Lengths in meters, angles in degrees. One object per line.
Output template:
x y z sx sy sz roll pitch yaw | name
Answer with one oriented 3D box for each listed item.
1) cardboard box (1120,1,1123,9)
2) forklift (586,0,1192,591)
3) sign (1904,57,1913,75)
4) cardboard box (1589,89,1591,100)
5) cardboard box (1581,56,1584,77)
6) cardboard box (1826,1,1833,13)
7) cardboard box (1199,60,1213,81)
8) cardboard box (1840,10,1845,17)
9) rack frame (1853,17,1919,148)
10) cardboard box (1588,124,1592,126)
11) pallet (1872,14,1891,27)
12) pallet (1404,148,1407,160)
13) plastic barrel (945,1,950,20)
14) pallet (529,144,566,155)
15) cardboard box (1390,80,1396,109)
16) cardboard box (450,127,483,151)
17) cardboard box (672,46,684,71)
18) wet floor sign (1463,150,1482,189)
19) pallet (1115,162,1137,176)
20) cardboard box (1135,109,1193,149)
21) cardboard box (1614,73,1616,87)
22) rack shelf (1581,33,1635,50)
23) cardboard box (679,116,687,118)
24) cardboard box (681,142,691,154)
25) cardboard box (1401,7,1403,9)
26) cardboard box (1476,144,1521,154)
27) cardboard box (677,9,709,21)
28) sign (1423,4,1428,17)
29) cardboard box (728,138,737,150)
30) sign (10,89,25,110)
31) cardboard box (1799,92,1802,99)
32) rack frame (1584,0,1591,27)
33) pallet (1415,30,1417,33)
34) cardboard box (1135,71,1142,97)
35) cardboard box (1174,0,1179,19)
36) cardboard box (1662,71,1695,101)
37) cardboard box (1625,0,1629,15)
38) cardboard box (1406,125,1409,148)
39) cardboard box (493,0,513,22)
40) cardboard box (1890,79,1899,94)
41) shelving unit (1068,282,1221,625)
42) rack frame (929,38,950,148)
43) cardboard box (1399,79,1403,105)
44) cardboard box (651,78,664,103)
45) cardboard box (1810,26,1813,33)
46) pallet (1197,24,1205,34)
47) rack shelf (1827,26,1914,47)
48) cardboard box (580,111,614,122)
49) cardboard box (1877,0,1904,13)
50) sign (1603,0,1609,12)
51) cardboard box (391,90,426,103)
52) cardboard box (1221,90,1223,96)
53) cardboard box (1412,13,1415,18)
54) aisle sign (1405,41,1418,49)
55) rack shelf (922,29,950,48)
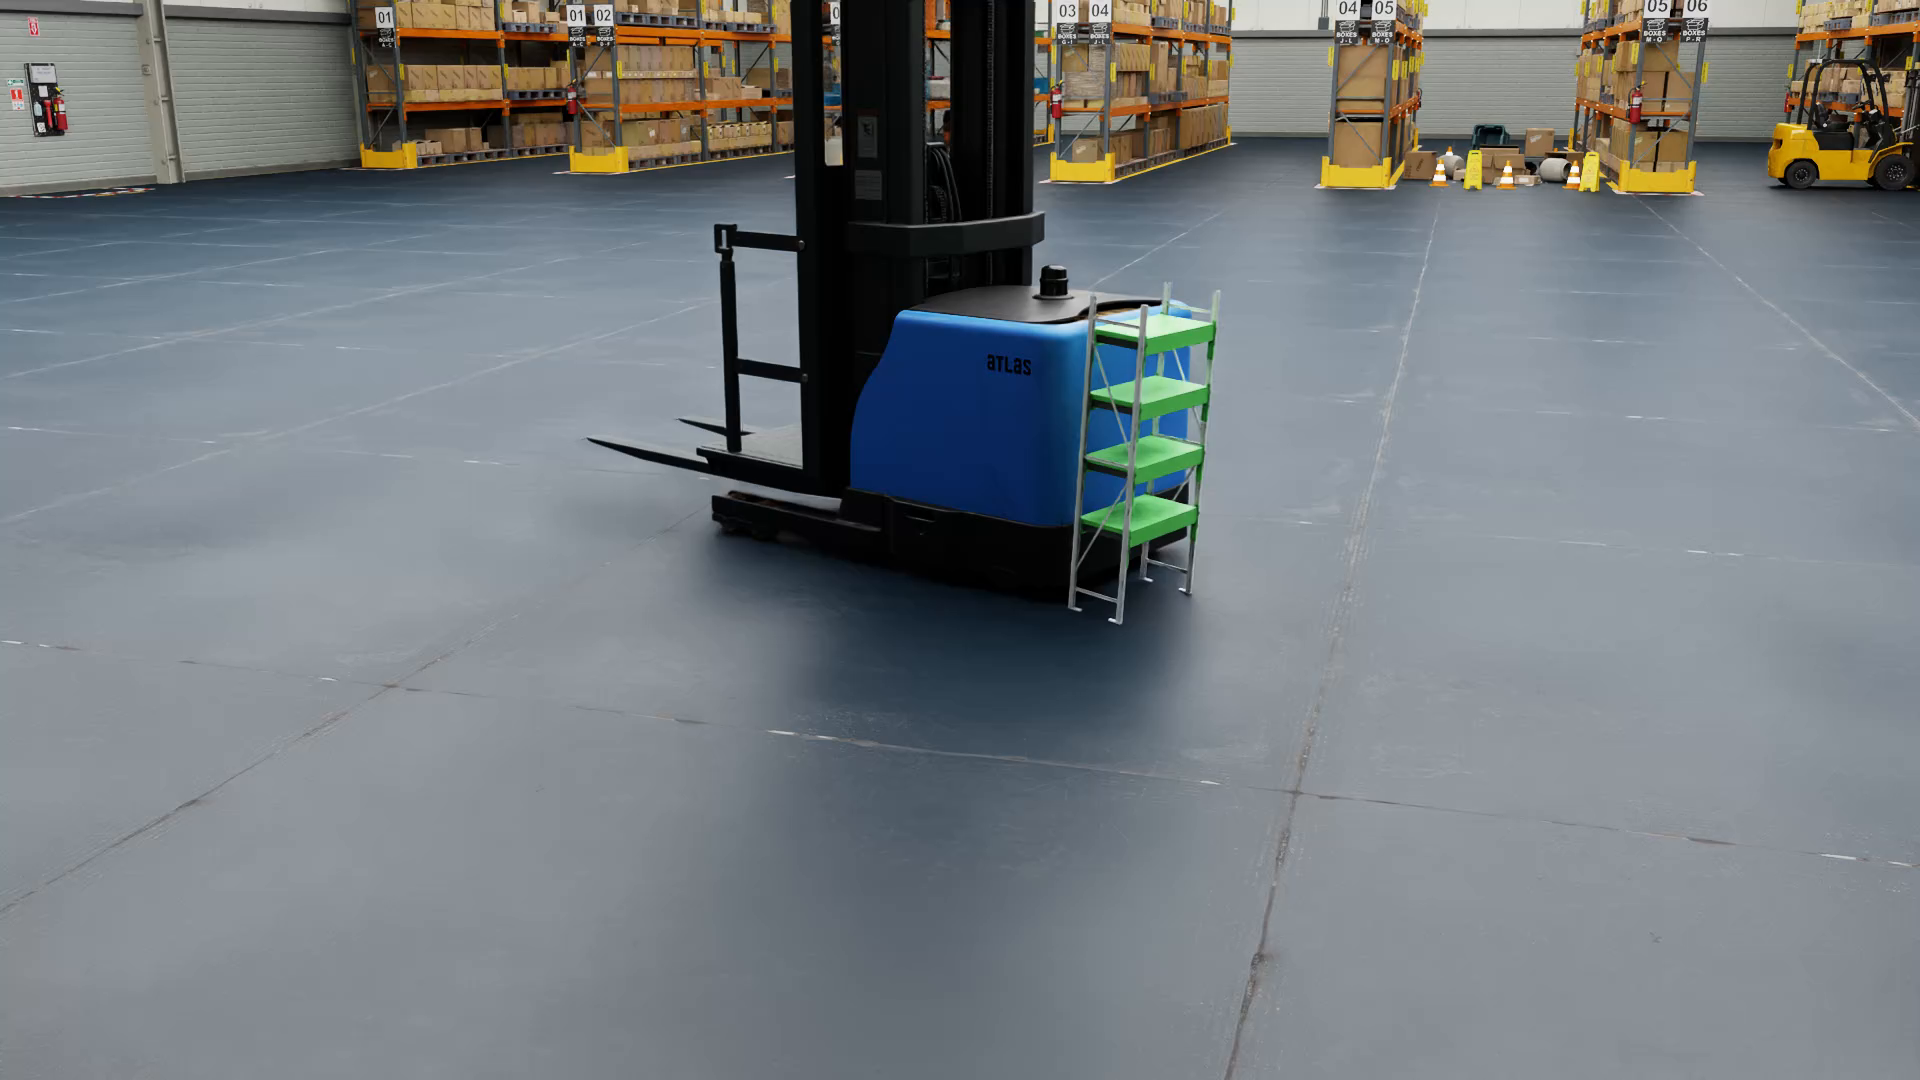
2.813 -9.918 30.847 0.380 0.149 0.250 5 17 18 | cardboard box
-0.487 -1.518 7.311 3.031 2.935 1.130 12 20 37 | forklift
17.122 -8.552 30.007 0.100 0.325 0.005 5 16 16 | sign
14.474 -10.035 37.488 0.500 0.250 0.500 4 16 15 | cardboard box
15.607 -11.672 40.966 0.500 0.500 0.500 4 16 15 | cardboard box
19.832 -11.992 37.427 0.500 0.250 0.500 5 16 16 | cardboard box
6.039 -11.776 41.706 0.500 0.500 0.500 5 16 16 | cardboard box
19.084 -11.278 35.606 0.380 0.149 0.250 5 17 17 | cardboard box
18.782 -9.040 33.704 1.000 3.000 0.127 5 16 16 | rack frame
15.952 -10.066 41.247 0.875 0.438 0.875 5 17 17 | cardboard box
18.675 -10.208 32.670 1.213 0.211 1.003 5 17 18 | pallet
9.819 -8.962 38.540 1.003 0.211 1.213 5 16 16 | pallet
-0.064 -12.577 39.119 0.600 0.830 0.708 5 16 16 | plastic barrel
-10.299 -9.481 40.368 1.003 0.211 1.213 5 16 16 | pallet
7.451 -8.144 30.268 0.875 0.550 0.550 5 16 16 | cardboard box
-11.120 -9.033 37.453 0.500 0.500 0.500 3 16 12 | cardboard box
-6.375 -10.339 35.721 0.700 0.500 0.500 5 16 16 | cardboard box
8.864 -6.395 28.692 0.267 0.644 0.232 2 16 6 | wet floor sign
2.882 -7.306 32.700 1.003 0.211 1.213 5 16 16 | pallet
4.737 -9.551 38.631 1.225 0.875 0.875 4 16 13 | cardboard box
12.797 -8.909 31.745 0.500 0.500 0.500 4 16 15 | cardboard box
15.727 -12.091 40.281 1.077 0.370 4.000 5 16 16 | rack shelf
-8.133 -11.710 46.927 0.700 0.500 0.500 4 16 15 | cardboard box
-6.187 -8.526 36.161 0.500 0.250 0.500 5 16 16 | cardboard box
7.953 -9.854 30.583 0.380 0.149 0.250 4 16 15 | cardboard box
10.078 -7.096 31.178 0.797 0.637 0.503 5 16 16 | cardboard box
-5.929 -11.649 36.909 0.500 0.250 0.500 6 17 22 | cardboard box
12.047 -13.695 42.997 0.100 0.325 0.005 5 16 16 | sign
-5.470 -9.150 38.361 0.500 0.250 0.500 4 16 14 | cardboard box
-15.331 -7.169 27.043 0.001 0.329 0.234 5 16 16 | sign
20.285 -10.614 39.715 0.380 0.149 0.250 4 16 14 | cardboard box
16.296 -14.403 41.618 1.000 3.000 0.127 5 16 16 | rack frame
10.107 -12.027 39.083 1.213 0.211 1.003 5 16 16 | pallet
3.197 -9.224 33.625 0.875 0.500 0.500 5 16 16 | cardboard box
4.490 -11.645 36.292 0.500 0.500 0.500 5 16 16 | cardboard box
12.293 -7.760 28.464 0.500 0.500 0.500 5 17 18 | cardboard box
12.360 -9.662 30.129 0.500 0.250 0.500 4 16 15 | cardboard box
10.269 -9.480 39.066 0.500 0.500 0.500 4 16 15 | cardboard box
-10.631 -12.128 38.142 0.500 0.500 0.500 7 17 24 | cardboard box
17.679 -8.445 30.966 0.500 0.250 0.500 4 16 14 | cardboard box
0.693 -0.334 6.282 0.258 1.200 0.503 17 23 37 | shelving unit
-0.228 -10.577 39.121 1.000 3.000 0.127 5 16 16 | rack frame
8.518 -8.900 33.026 0.500 0.500 0.500 5 17 16 | cardboard box
-6.667 -9.443 34.942 0.700 0.500 0.500 5 17 18 | cardboard box
20.213 -11.996 39.090 0.380 0.149 0.250 5 16 16 | cardboard box
5.444 -12.346 40.214 0.805 0.209 1.217 4 16 14 | pallet
19.351 -10.660 35.238 1.077 0.370 4.000 5 16 16 | rack shelf
-9.392 -10.695 42.708 0.750 0.750 0.750 4 16 15 | cardboard box
18.343 -10.611 32.609 0.500 0.500 0.500 5 17 16 | cardboard box
13.492 -11.199 34.726 0.100 0.325 0.005 5 16 16 | sign
-11.557 -9.292 34.832 0.500 0.250 0.500 4 16 14 | cardboard box
6.720 -11.779 43.819 0.380 0.149 0.250 4 16 15 | cardboard box
9.665 -11.401 36.349 0.500 0.500 0.500 5 16 16 | cardboard box
11.829 -13.121 43.327 0.394 0.787 0.004 5 16 16 | aisle sign
-0.796 -11.150 36.965 1.077 0.370 4.000 5 16 16 | rack shelf
